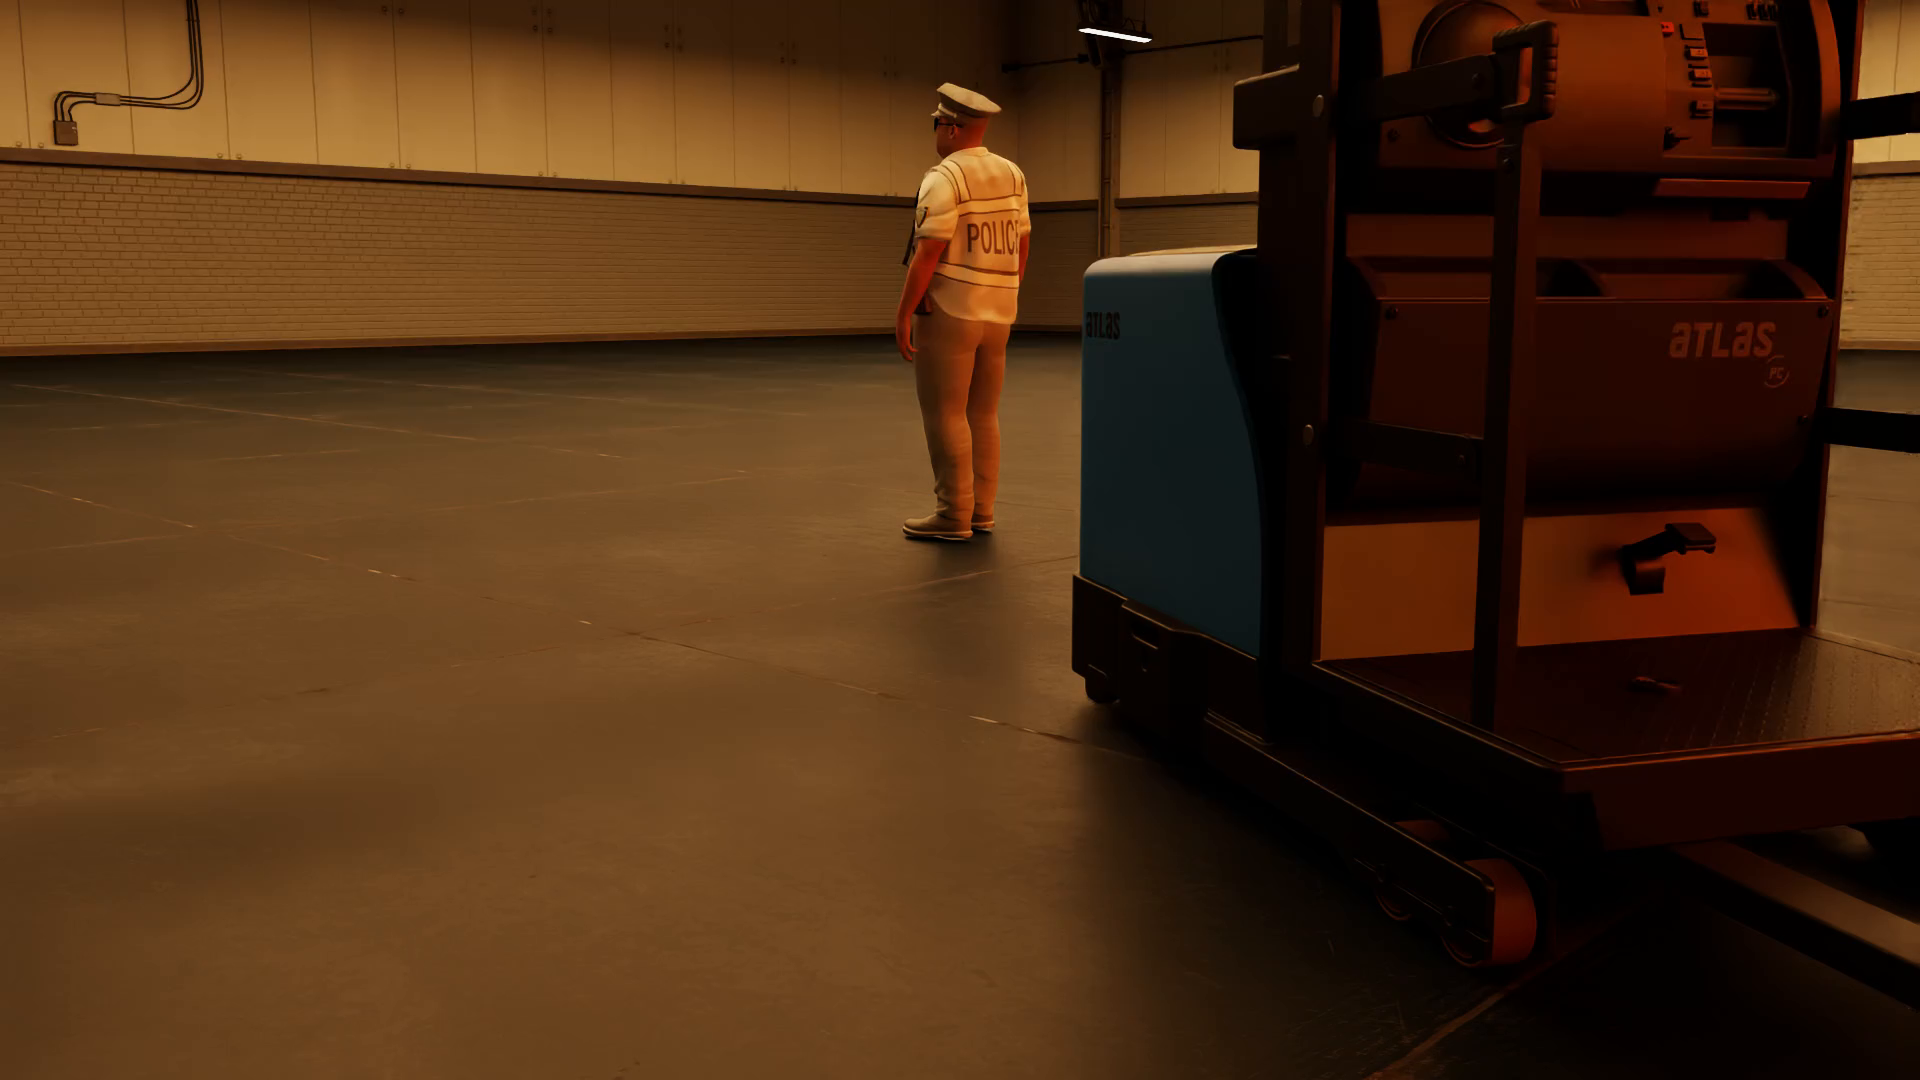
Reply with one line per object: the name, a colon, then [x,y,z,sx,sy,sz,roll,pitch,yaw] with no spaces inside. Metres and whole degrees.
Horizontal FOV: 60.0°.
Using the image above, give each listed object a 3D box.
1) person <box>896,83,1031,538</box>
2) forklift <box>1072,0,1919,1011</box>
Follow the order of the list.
person: [-0.048,-0.897,6.646,0.574,1.778,0.641,8,12,43]
forklift: [1.184,-0.875,2.686,1.130,2.935,3.031,-3,9,-16]
